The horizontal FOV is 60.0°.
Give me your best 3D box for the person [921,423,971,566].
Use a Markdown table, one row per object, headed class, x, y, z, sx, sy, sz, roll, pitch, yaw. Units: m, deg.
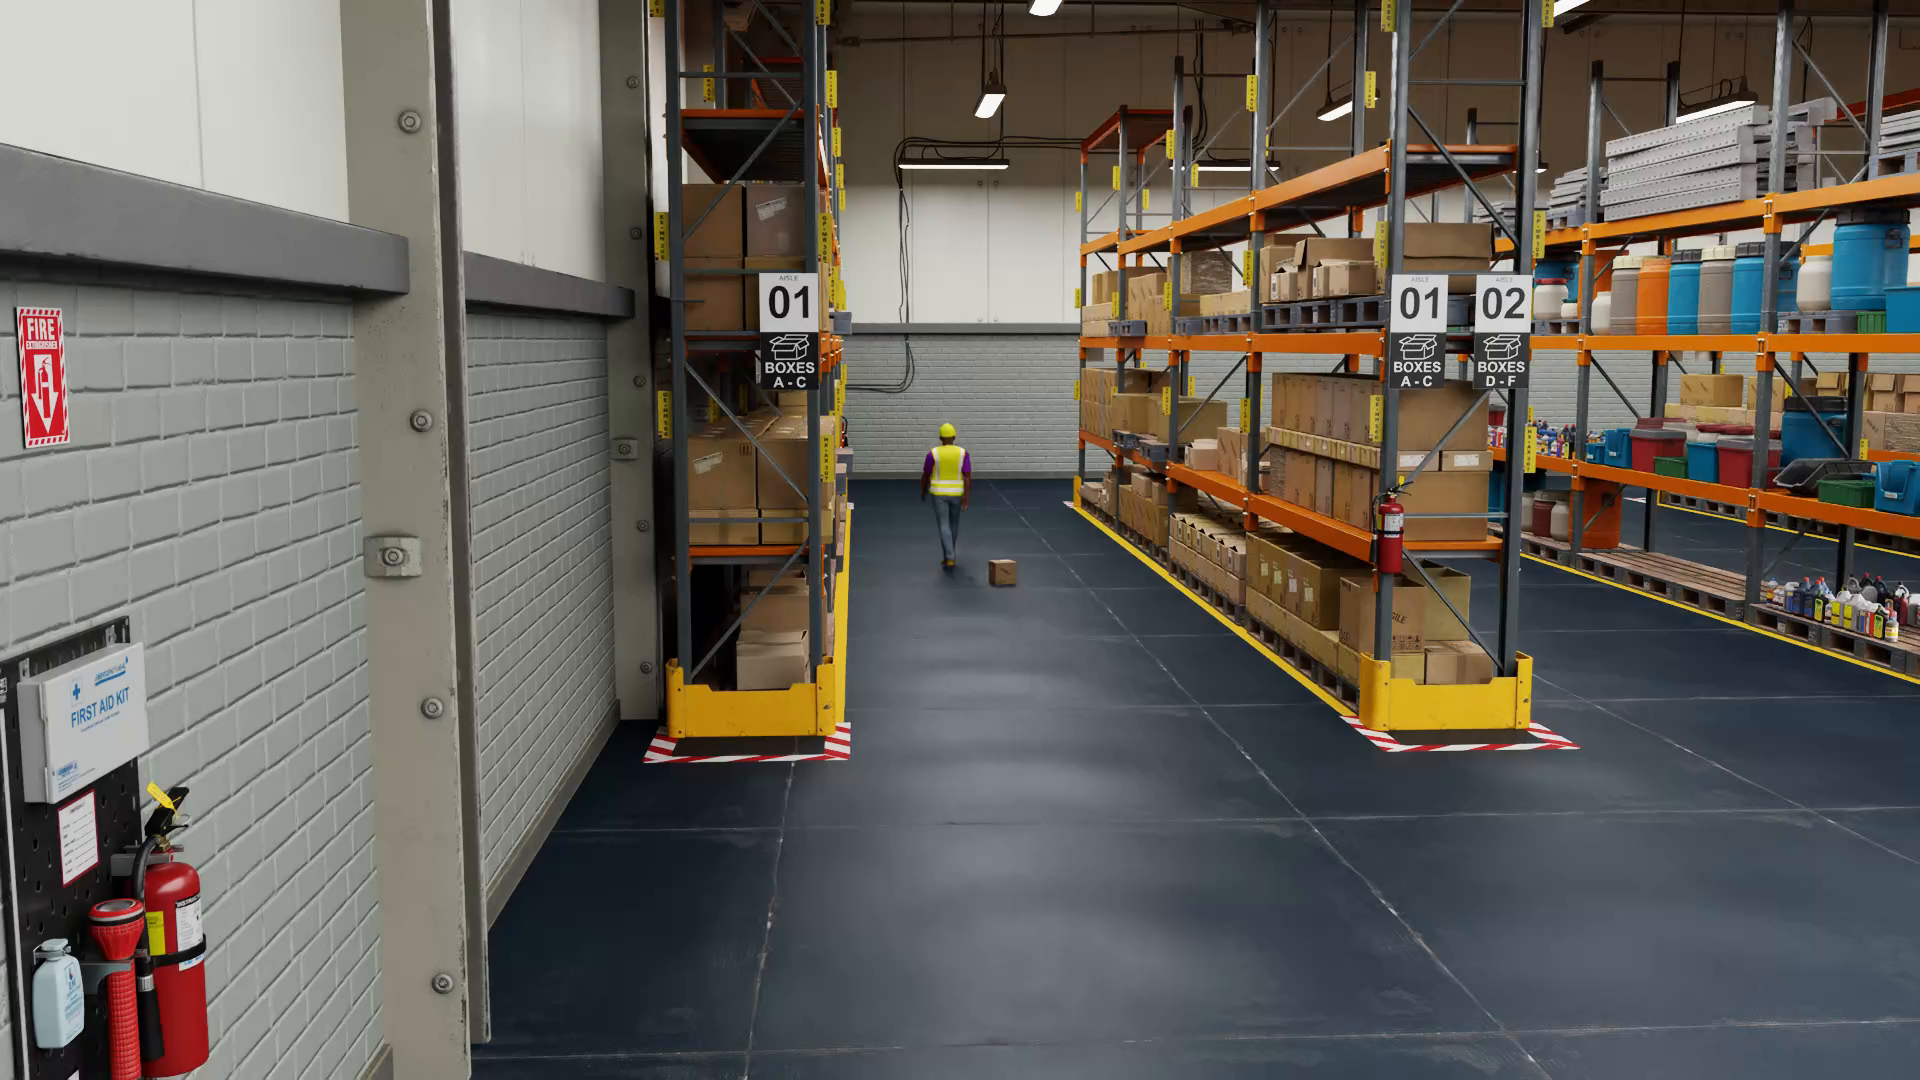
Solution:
| class | x | y | z | sx | sy | sz | roll | pitch | yaw |
| --- | --- | --- | --- | --- | --- | --- | --- | --- | --- |
| person | -0.195 | -0.582 | 20.367 | 0.571 | 1.704 | 1.027 | -2 | 7 | -14 |
